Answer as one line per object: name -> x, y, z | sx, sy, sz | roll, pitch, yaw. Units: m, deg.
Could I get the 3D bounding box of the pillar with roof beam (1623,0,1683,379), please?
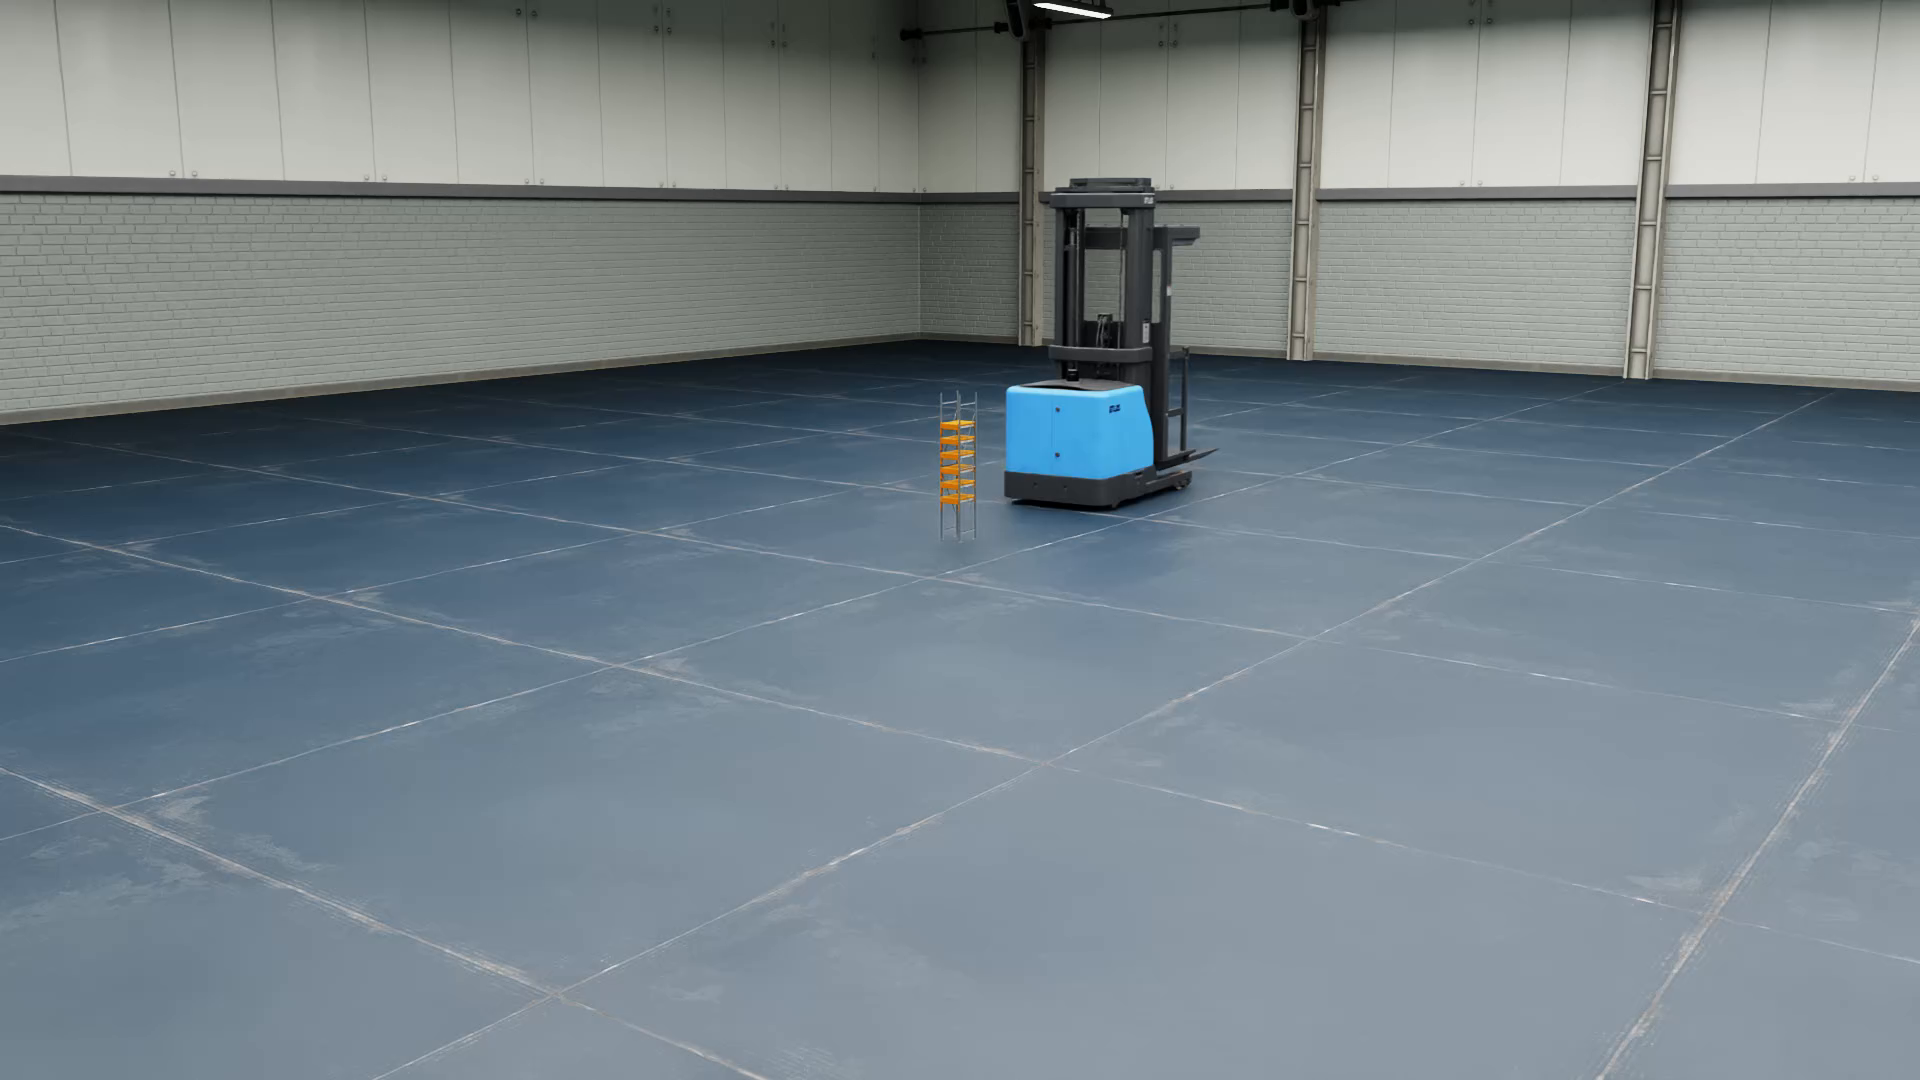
pillar with roof beam -> 8.575, -6.419, 23.017 | 0.400, 9.000, 9.100 | 8, 13, 36

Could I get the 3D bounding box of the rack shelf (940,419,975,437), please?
rack shelf -> -0.012, -0.901, 13.364 | 0.180, 0.103, 0.258 | 8, 13, 36

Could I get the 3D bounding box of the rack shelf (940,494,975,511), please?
rack shelf -> -0.012, -0.311, 13.478 | 0.180, 0.103, 0.258 | 8, 13, 36

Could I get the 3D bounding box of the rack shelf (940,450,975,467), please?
rack shelf -> -0.012, -0.665, 13.410 | 0.180, 0.103, 0.258 | 8, 13, 36

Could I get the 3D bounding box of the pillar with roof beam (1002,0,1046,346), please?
pillar with roof beam -> -1.097, -7.768, 29.991 | 0.548, 9.000, 9.100 | 8, 13, 36

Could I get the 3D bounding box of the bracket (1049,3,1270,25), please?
bracket -> 3.652, -9.804, 31.036 | 4.783, 0.066, 0.076 | 8, 13, 36

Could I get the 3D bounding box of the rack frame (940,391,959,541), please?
rack frame -> -0.085, -0.601, 13.477 | 0.006, 1.200, 0.240 | 8, 13, 36

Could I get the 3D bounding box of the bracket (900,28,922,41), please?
bracket -> -1.004, -10.453, 34.393 | 0.430, 0.232, 0.235 | 8, 13, 36

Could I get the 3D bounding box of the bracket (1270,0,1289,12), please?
bracket -> 5.742, -9.512, 29.529 | 0.430, 0.232, 0.235 | 8, 13, 36

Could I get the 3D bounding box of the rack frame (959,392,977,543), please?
rack frame -> 0.062, -0.580, 13.371 | 0.006, 1.200, 0.240 | 8, 13, 36

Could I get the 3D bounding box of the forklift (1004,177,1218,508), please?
forklift -> 1.601, -1.957, 15.931 | 1.130, 2.935, 3.031 | 7, 13, 31

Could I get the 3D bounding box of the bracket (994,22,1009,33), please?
bracket -> 0.906, -10.187, 33.016 | 0.430, 0.232, 0.235 | 8, 13, 36

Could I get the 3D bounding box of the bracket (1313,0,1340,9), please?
bracket -> 6.412, -9.419, 29.047 | 0.430, 0.232, 0.235 | 8, 13, 36

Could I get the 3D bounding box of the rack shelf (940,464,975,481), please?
rack shelf -> -0.012, -0.547, 13.433 | 0.180, 0.103, 0.258 | 8, 13, 36

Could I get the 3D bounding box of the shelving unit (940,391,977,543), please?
shelving unit -> -0.012, -0.591, 13.424 | 0.189, 1.200, 0.258 | 8, 13, 36

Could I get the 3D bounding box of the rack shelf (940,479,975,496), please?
rack shelf -> -0.012, -0.429, 13.455 | 0.180, 0.103, 0.258 | 8, 13, 36

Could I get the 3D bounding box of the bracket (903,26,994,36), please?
bracket -> -0.528, -10.387, 34.050 | 3.189, 0.066, 0.076 | 8, 13, 36

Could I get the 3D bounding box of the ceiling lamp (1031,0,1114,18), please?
ceiling lamp -> 1.629, -10.099, 26.672 | 0.800, 3.185, 2.000 | 8, 13, 36

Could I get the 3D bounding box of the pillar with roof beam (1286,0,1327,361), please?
pillar with roof beam -> 3.739, -7.093, 26.504 | 0.548, 9.000, 9.100 | 8, 13, 36

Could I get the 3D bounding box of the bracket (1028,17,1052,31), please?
bracket -> 1.575, -10.093, 32.533 | 0.430, 0.232, 0.235 | 8, 13, 36

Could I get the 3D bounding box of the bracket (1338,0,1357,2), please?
bracket -> 8.488, -9.129, 27.549 | 4.783, 0.066, 0.076 | 8, 13, 36

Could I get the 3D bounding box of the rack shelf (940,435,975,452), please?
rack shelf -> -0.012, -0.783, 13.387 | 0.180, 0.103, 0.258 | 8, 13, 36
